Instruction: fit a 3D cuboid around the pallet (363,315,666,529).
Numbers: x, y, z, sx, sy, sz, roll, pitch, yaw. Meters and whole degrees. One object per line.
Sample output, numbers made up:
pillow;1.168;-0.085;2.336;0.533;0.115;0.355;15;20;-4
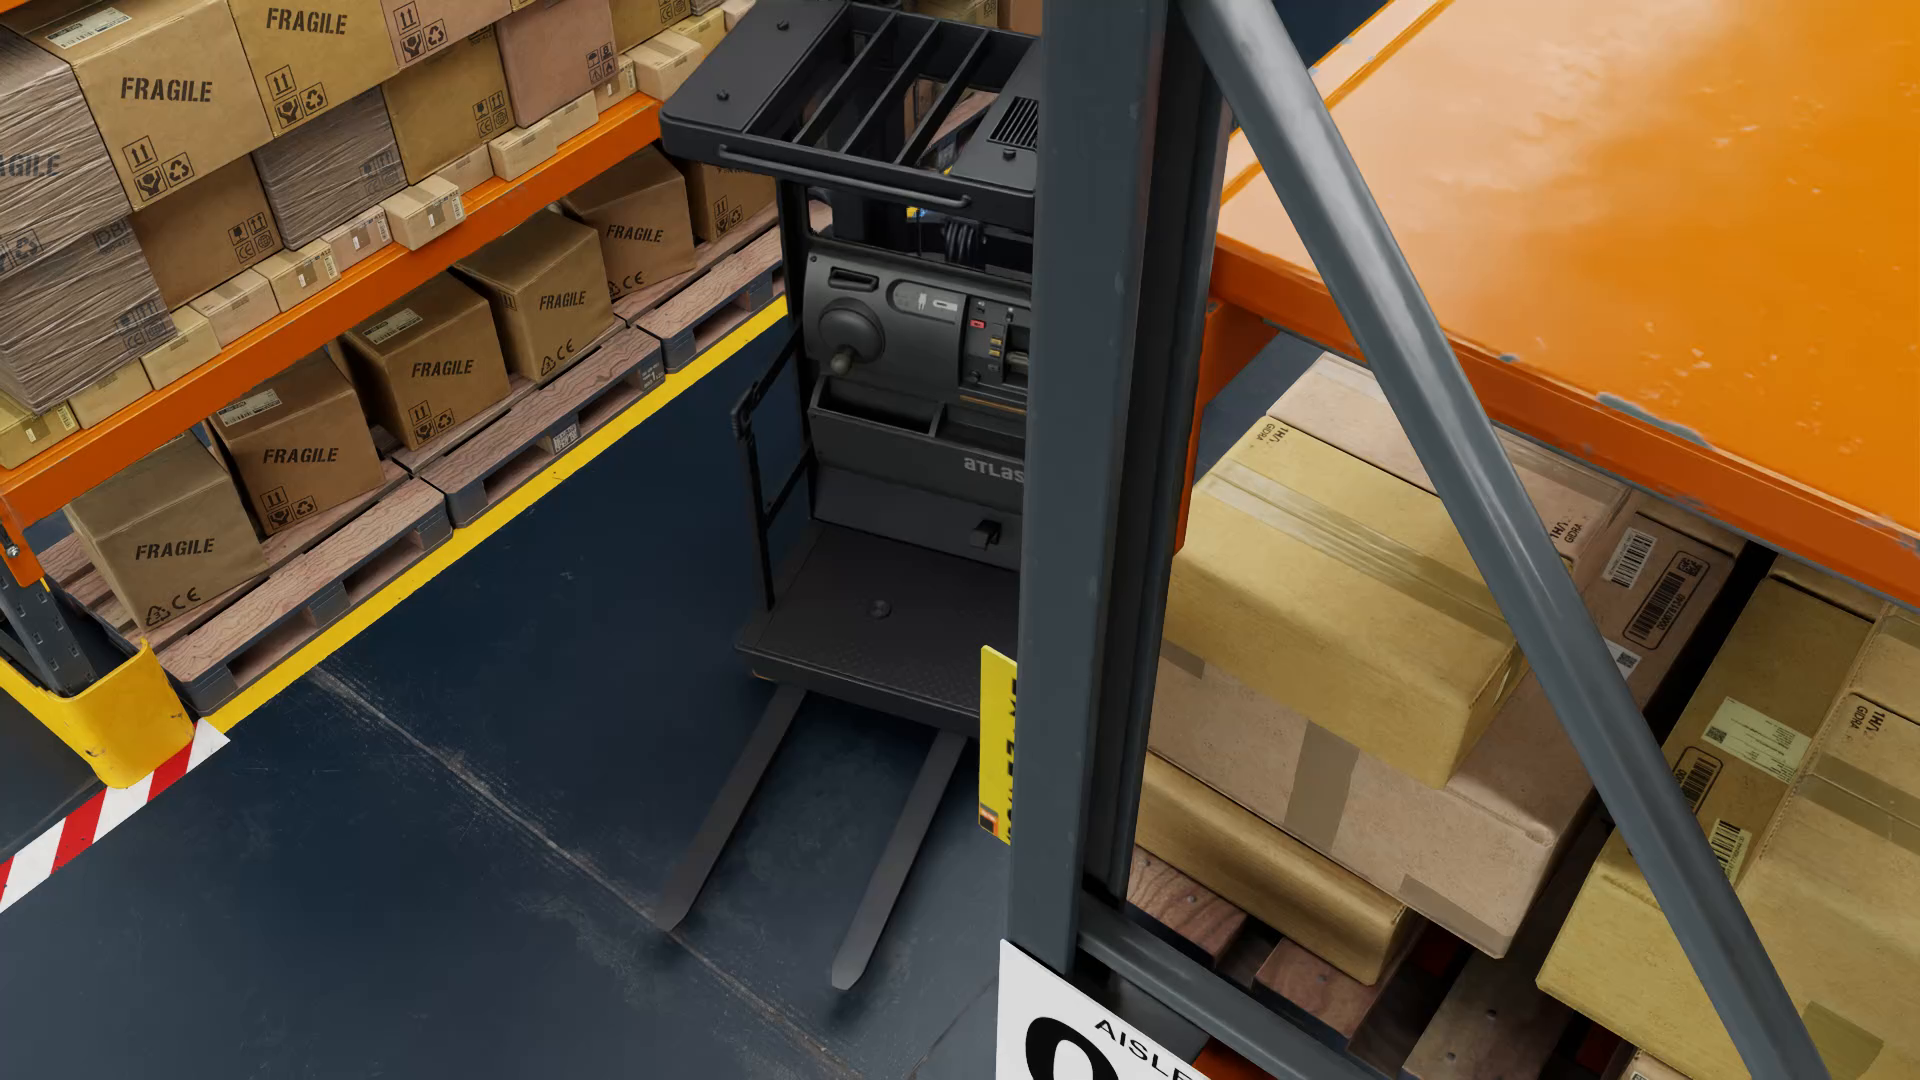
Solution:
pallet;-2.062;-0.670;7.244;1.003;0.211;1.213;29;53;25

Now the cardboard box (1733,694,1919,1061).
cardboard box;0.940;0.351;1.529;0.380;0.149;0.250;30;53;25

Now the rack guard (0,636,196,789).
rack guard;-3.333;0.375;6.046;1.175;0.500;0.348;29;53;25

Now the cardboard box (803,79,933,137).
cardboard box;-0.541;-2.365;8.359;0.700;0.500;0.500;25;51;22

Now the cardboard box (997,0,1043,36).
cardboard box;0.107;-2.949;8.918;0.700;0.500;0.500;25;51;22

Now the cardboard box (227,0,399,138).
cardboard box;-2.212;-1.692;5.326;0.500;0.500;0.500;29;53;25

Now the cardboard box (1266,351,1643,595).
cardboard box;0.575;-0.084;1.944;0.380;0.149;0.250;29;53;25

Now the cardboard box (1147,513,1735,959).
cardboard box;0.562;0.135;2.011;0.500;0.250;0.500;30;53;25

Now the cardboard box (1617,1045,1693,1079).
cardboard box;0.947;0.622;1.821;0.380;0.149;0.250;30;53;25

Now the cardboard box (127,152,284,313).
cardboard box;-2.811;-1.224;5.570;0.875;0.500;0.500;29;53;25

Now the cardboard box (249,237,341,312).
cardboard box;-2.389;-0.979;5.785;0.380;0.149;0.250;29;53;25

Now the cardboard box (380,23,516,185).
cardboard box;-2.156;-1.772;6.094;0.875;0.500;0.500;29;53;25

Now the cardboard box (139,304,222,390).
cardboard box;-2.684;-0.687;5.506;0.380;0.149;0.250;29;53;25

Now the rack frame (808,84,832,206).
rack frame;-0.934;-2.734;7.287;1.000;3.000;0.127;29;53;25

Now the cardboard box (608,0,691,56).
cardboard box;-1.591;-2.371;6.665;0.875;0.500;0.500;29;53;25

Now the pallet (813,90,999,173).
pallet;-0.459;-2.217;8.722;1.003;0.211;1.213;29;53;25

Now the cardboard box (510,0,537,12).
cardboard box;-1.602;-2.265;5.873;0.500;0.500;0.500;29;53;25

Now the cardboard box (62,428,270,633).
cardboard box;-2.984;-0.077;6.187;0.500;0.500;0.500;-33;54;-27

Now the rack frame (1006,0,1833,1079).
rack frame;0.484;-0.267;0.782;1.000;3.000;0.127;29;53;25

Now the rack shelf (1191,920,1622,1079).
rack shelf;1.707;-0.127;3.220;1.077;0.370;4.000;29;53;25

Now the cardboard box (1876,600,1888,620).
cardboard box;1.250;0.061;1.806;0.380;0.149;0.250;28;53;25

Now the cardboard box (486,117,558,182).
cardboard box;-1.761;-1.543;6.323;0.380;0.149;0.250;29;53;25

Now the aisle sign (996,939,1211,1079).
aisle sign;0.203;0.815;2.099;0.394;0.787;0.004;29;53;25

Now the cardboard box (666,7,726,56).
cardboard box;-1.193;-2.139;6.893;0.380;0.149;0.250;29;53;25

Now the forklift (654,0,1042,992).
forklift;-0.144;-0.580;5.277;1.130;2.935;3.031;15;48;14

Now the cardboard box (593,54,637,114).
cardboard box;-1.515;-1.862;6.628;0.380;0.149;0.250;29;53;25

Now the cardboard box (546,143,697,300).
cardboard box;-1.554;-1.474;7.521;0.500;0.500;0.500;-26;52;-23

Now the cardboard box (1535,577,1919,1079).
cardboard box;0.982;0.376;1.781;0.500;0.250;0.500;29;53;25

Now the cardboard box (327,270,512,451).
cardboard box;-2.248;-0.784;6.863;0.500;0.500;0.500;34;55;28

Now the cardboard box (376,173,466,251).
cardboard box;-2.023;-1.232;6.026;0.380;0.149;0.250;29;53;25

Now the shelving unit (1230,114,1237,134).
shelving unit;0.819;-1.475;6.707;0.503;2.100;0.431;-19;49;-17

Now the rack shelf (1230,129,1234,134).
rack shelf;0.819;-1.465;6.716;0.480;0.518;0.431;-19;49;-17

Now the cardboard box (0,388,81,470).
cardboard box;-3.016;-0.416;5.247;0.380;0.149;0.250;29;53;25

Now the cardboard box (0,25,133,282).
cardboard box;-2.827;-1.122;4.781;0.500;0.500;0.500;29;53;25
